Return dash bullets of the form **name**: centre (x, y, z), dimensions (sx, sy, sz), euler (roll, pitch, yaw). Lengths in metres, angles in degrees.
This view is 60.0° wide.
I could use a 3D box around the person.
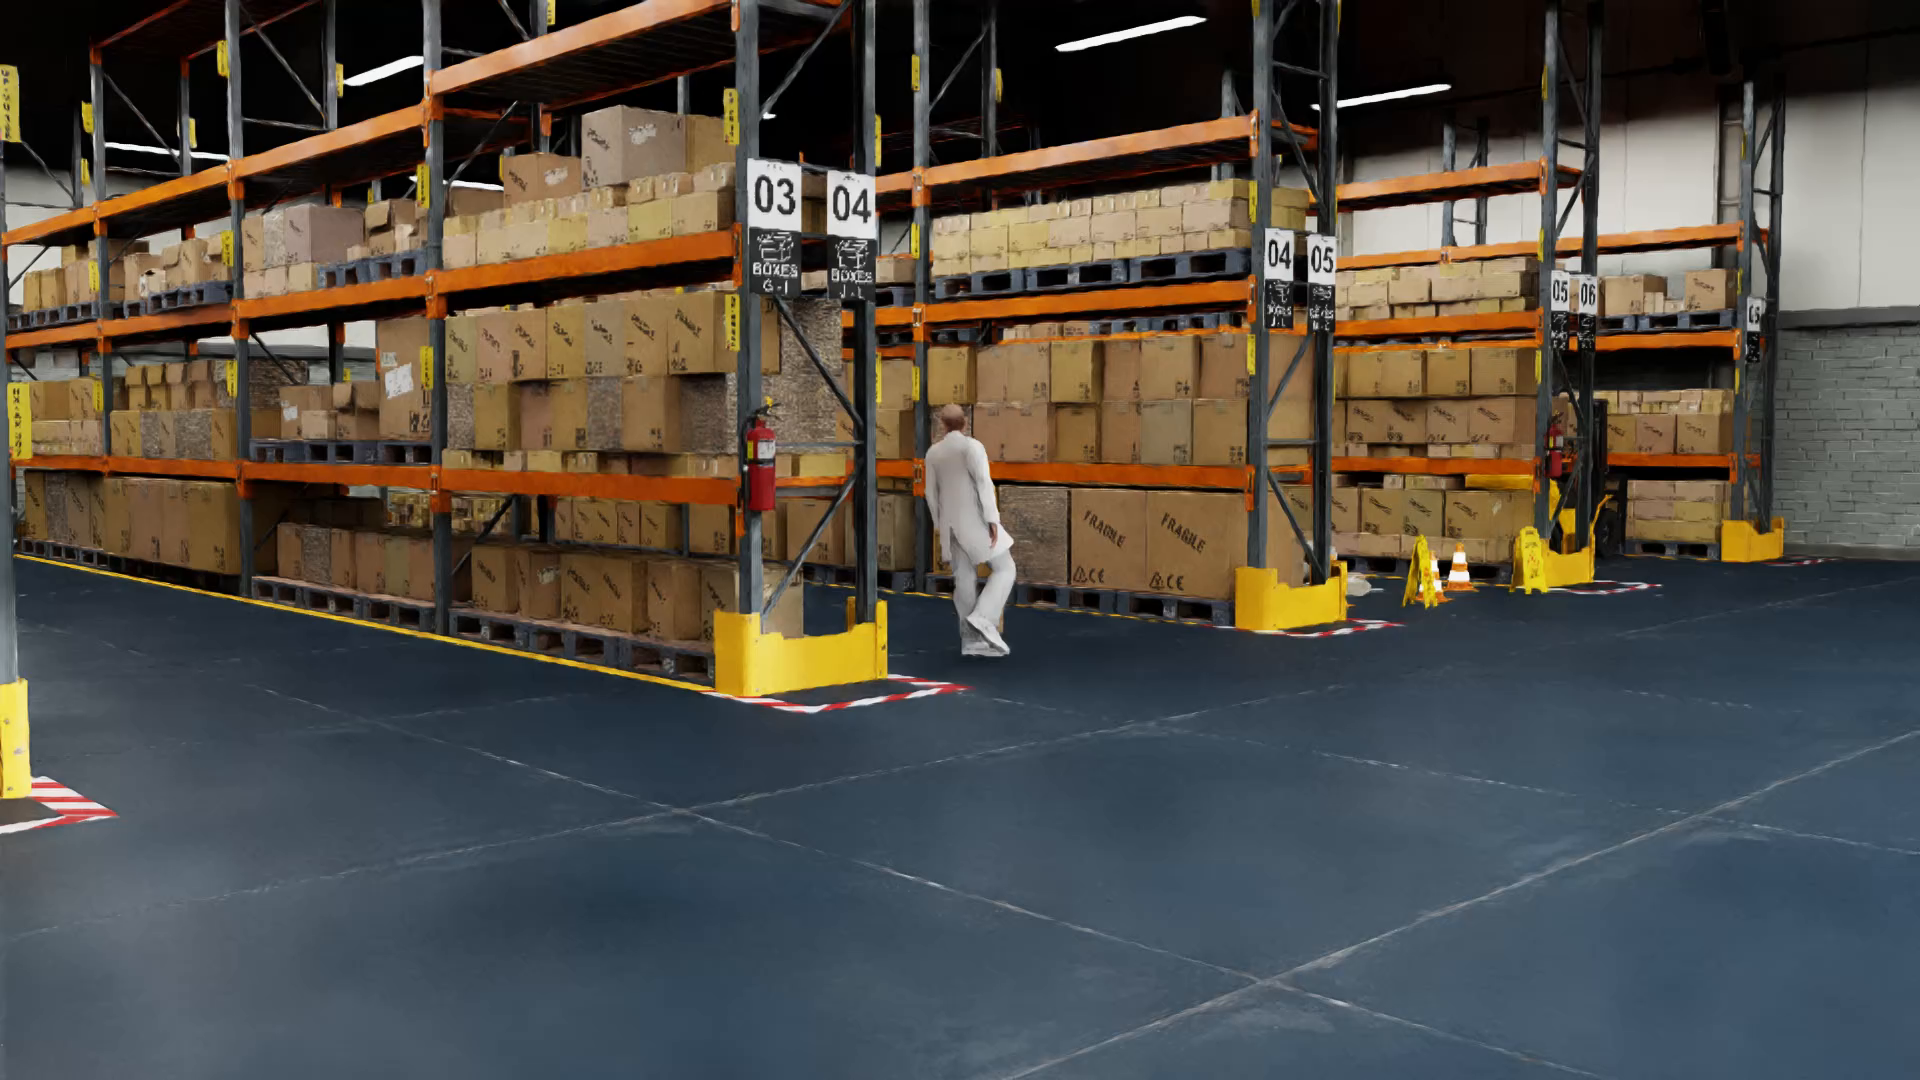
- **person**: centre (0.104, -0.070, 11.627), dimensions (0.490, 1.770, 0.765), euler (-4, 5, -45)
